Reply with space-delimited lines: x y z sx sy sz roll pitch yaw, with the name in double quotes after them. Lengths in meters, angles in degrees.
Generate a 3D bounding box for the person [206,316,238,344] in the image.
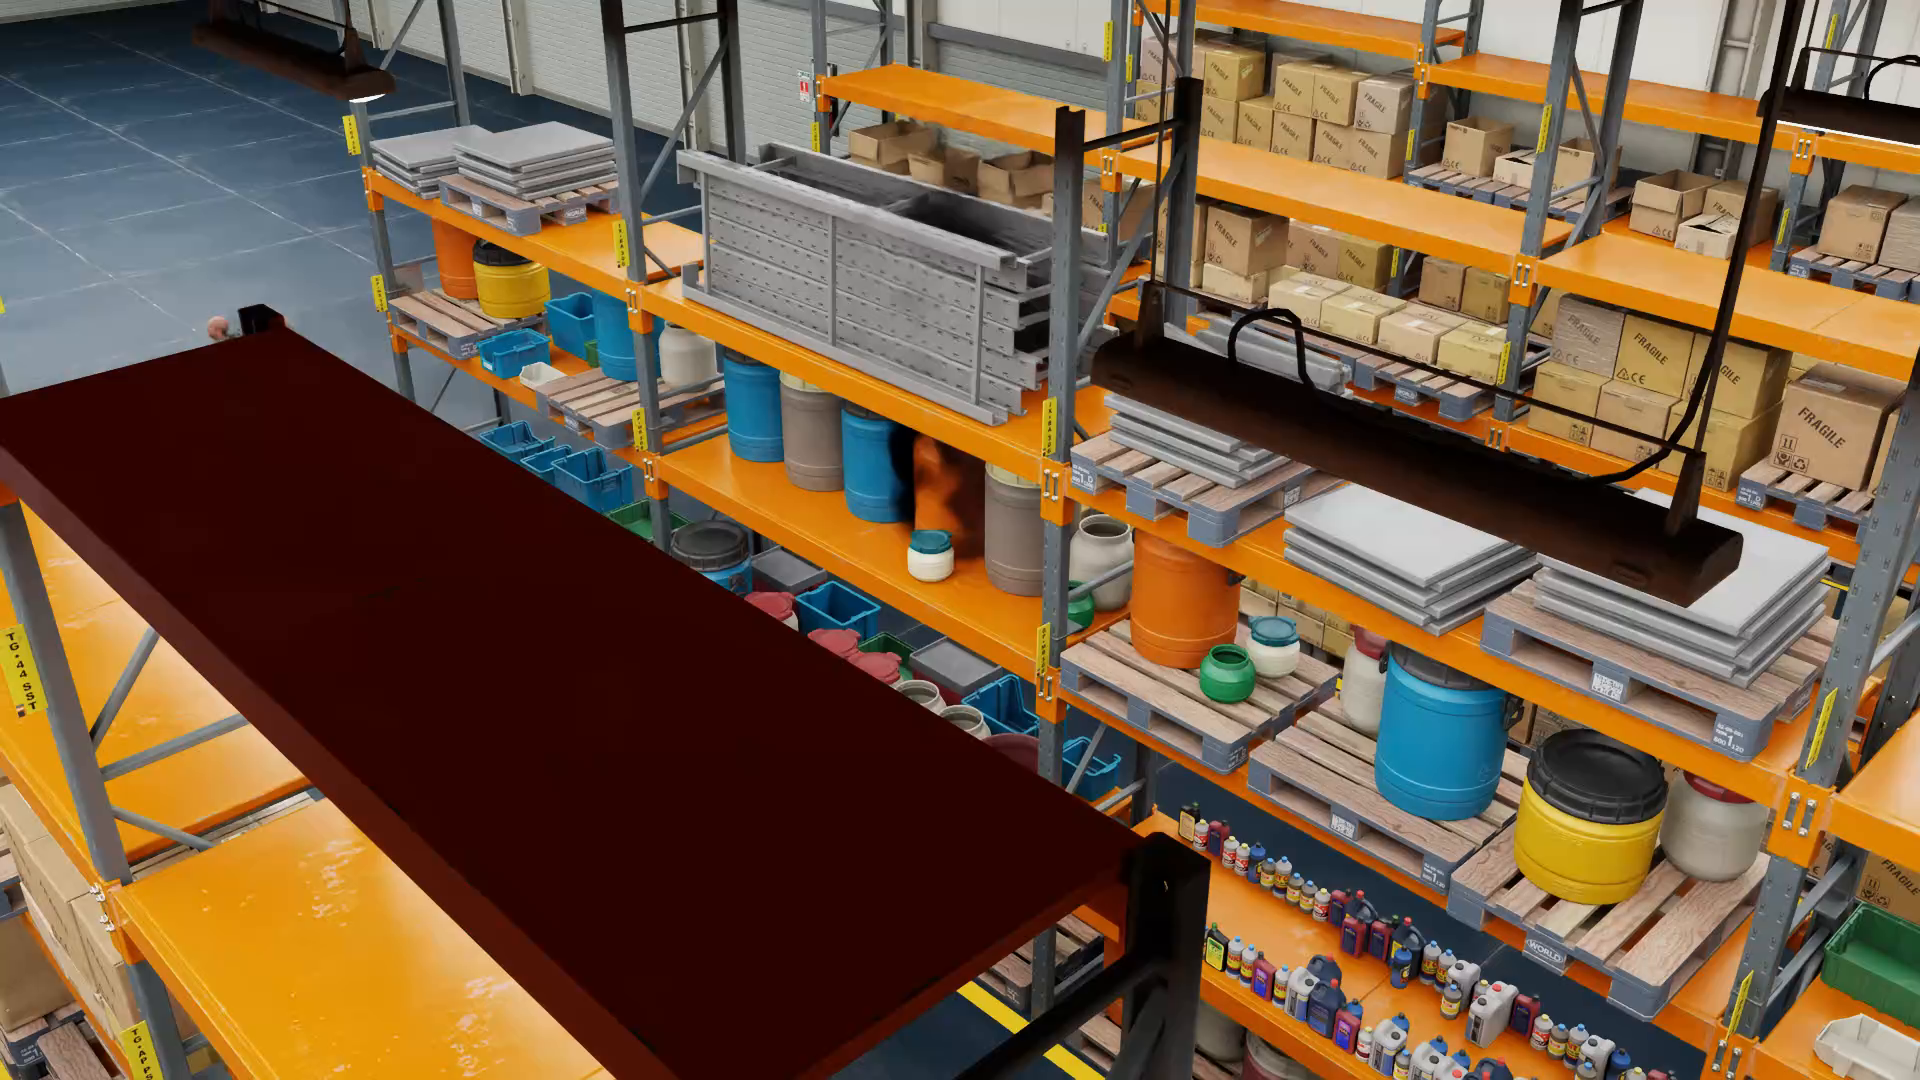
-7.882 -1.610 18.021 0.913 1.709 0.671 -7 29 -12 "person"
